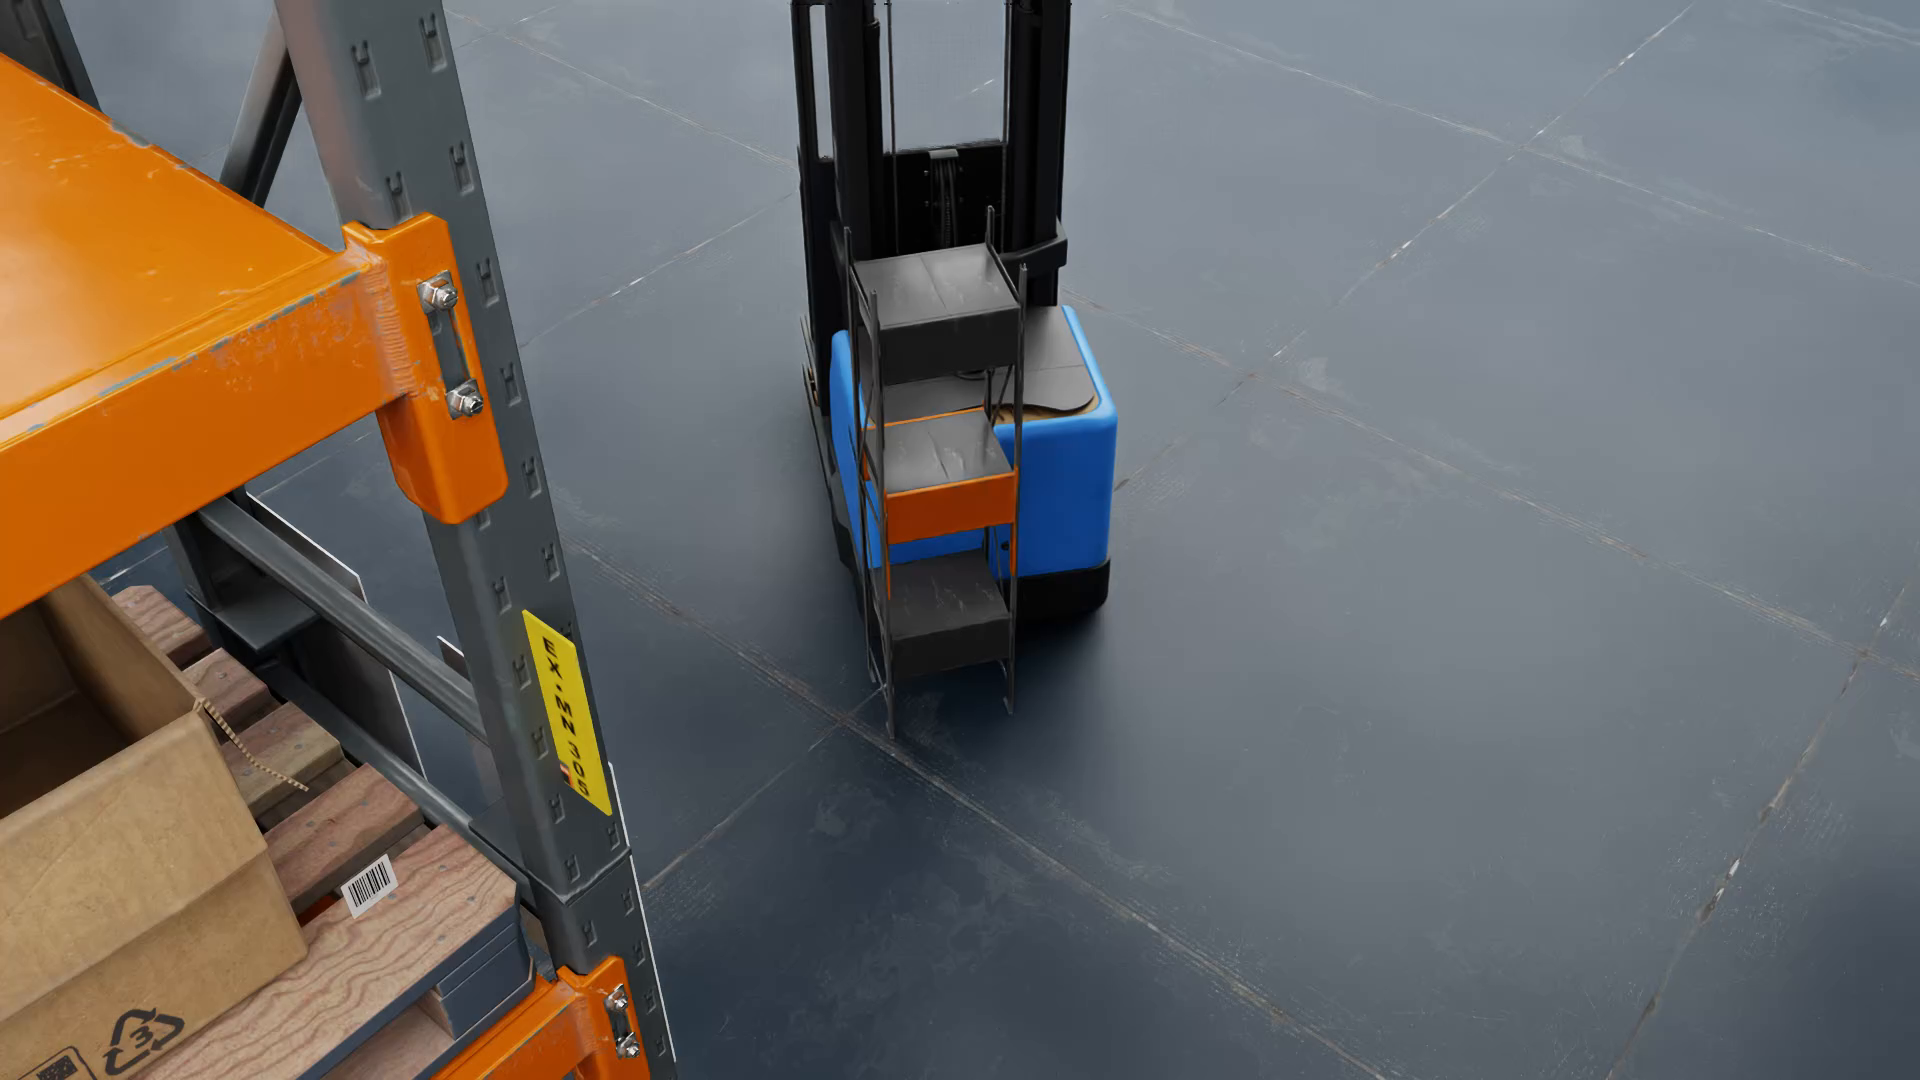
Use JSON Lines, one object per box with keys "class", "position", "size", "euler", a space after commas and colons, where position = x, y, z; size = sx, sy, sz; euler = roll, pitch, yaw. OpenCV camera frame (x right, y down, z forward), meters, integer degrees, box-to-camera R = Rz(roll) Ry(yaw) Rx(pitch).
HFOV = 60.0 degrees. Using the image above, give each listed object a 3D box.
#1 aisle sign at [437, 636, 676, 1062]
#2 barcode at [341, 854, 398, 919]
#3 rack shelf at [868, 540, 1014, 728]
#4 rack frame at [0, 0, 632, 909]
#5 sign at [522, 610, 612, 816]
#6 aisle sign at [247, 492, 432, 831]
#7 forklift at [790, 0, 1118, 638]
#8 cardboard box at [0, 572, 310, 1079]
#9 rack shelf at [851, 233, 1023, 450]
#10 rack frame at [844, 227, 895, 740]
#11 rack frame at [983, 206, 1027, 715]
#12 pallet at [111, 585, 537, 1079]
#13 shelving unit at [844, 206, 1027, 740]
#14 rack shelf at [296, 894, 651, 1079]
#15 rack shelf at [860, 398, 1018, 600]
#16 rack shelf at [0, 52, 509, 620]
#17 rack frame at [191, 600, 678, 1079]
{"class": "aisle sign", "position": [-0.641, 0.523, 2.695], "size": [0.394, 0.787, 0.004], "euler": [29, 50, 28]}
{"class": "barcode", "position": [-0.733, 0.431, 2.068], "size": [0.001, 0.075, 0.075], "euler": [29, 50, 28]}
{"class": "rack shelf", "position": [-0.083, 0.367, 6.529], "size": [0.480, 0.518, 0.431], "euler": [-11, 43, -11]}
{"class": "rack frame", "position": [-0.908, -0.828, 1.654], "size": [1.000, 3.000, 0.127], "euler": [29, 50, 28]}
{"class": "sign", "position": [-0.502, 0.225, 2.126], "size": [0.100, 0.325, 0.005], "euler": [29, 50, 28]}
{"class": "aisle sign", "position": [-1.101, 0.263, 2.981], "size": [0.394, 0.787, 0.004], "euler": [29, 50, 28]}
{"class": "forklift", "position": [-0.157, -1.679, 7.100], "size": [1.130, 2.935, 3.031], "euler": [-7, 43, -8]}
{"class": "cardboard box", "position": [-1.281, 0.330, 2.117], "size": [0.797, 0.503, 0.637], "euler": [33, 52, 31]}
{"class": "rack shelf", "position": [-0.083, -0.669, 5.586], "size": [0.480, 0.518, 0.431], "euler": [-11, 43, -11]}
{"class": "rack frame", "position": [-0.318, -0.117, 6.000], "size": [0.015, 2.100, 0.400], "euler": [-11, 43, -11]}
{"class": "rack frame", "position": [0.152, -0.205, 6.097], "size": [0.015, 2.100, 0.400], "euler": [-11, 43, -11]}
{"class": "pallet", "position": [-1.383, 0.667, 2.305], "size": [1.003, 0.211, 1.213], "euler": [29, 50, 28]}
{"class": "shelving unit", "position": [-0.083, -0.161, 6.048], "size": [0.503, 2.100, 0.431], "euler": [-11, 43, -11]}
{"class": "rack shelf", "position": [-2.196, 1.577, 1.773], "size": [1.077, 0.370, 4.000], "euler": [29, 50, 28]}
{"class": "rack shelf", "position": [-0.083, -0.151, 6.058], "size": [0.480, 0.518, 0.431], "euler": [-11, 43, -11]}
{"class": "rack shelf", "position": [-2.196, 0.616, 0.898], "size": [1.077, 0.370, 4.000], "euler": [29, 50, 28]}
{"class": "rack frame", "position": [-0.908, 1.391, 3.673], "size": [1.000, 3.000, 0.127], "euler": [29, 50, 28]}
